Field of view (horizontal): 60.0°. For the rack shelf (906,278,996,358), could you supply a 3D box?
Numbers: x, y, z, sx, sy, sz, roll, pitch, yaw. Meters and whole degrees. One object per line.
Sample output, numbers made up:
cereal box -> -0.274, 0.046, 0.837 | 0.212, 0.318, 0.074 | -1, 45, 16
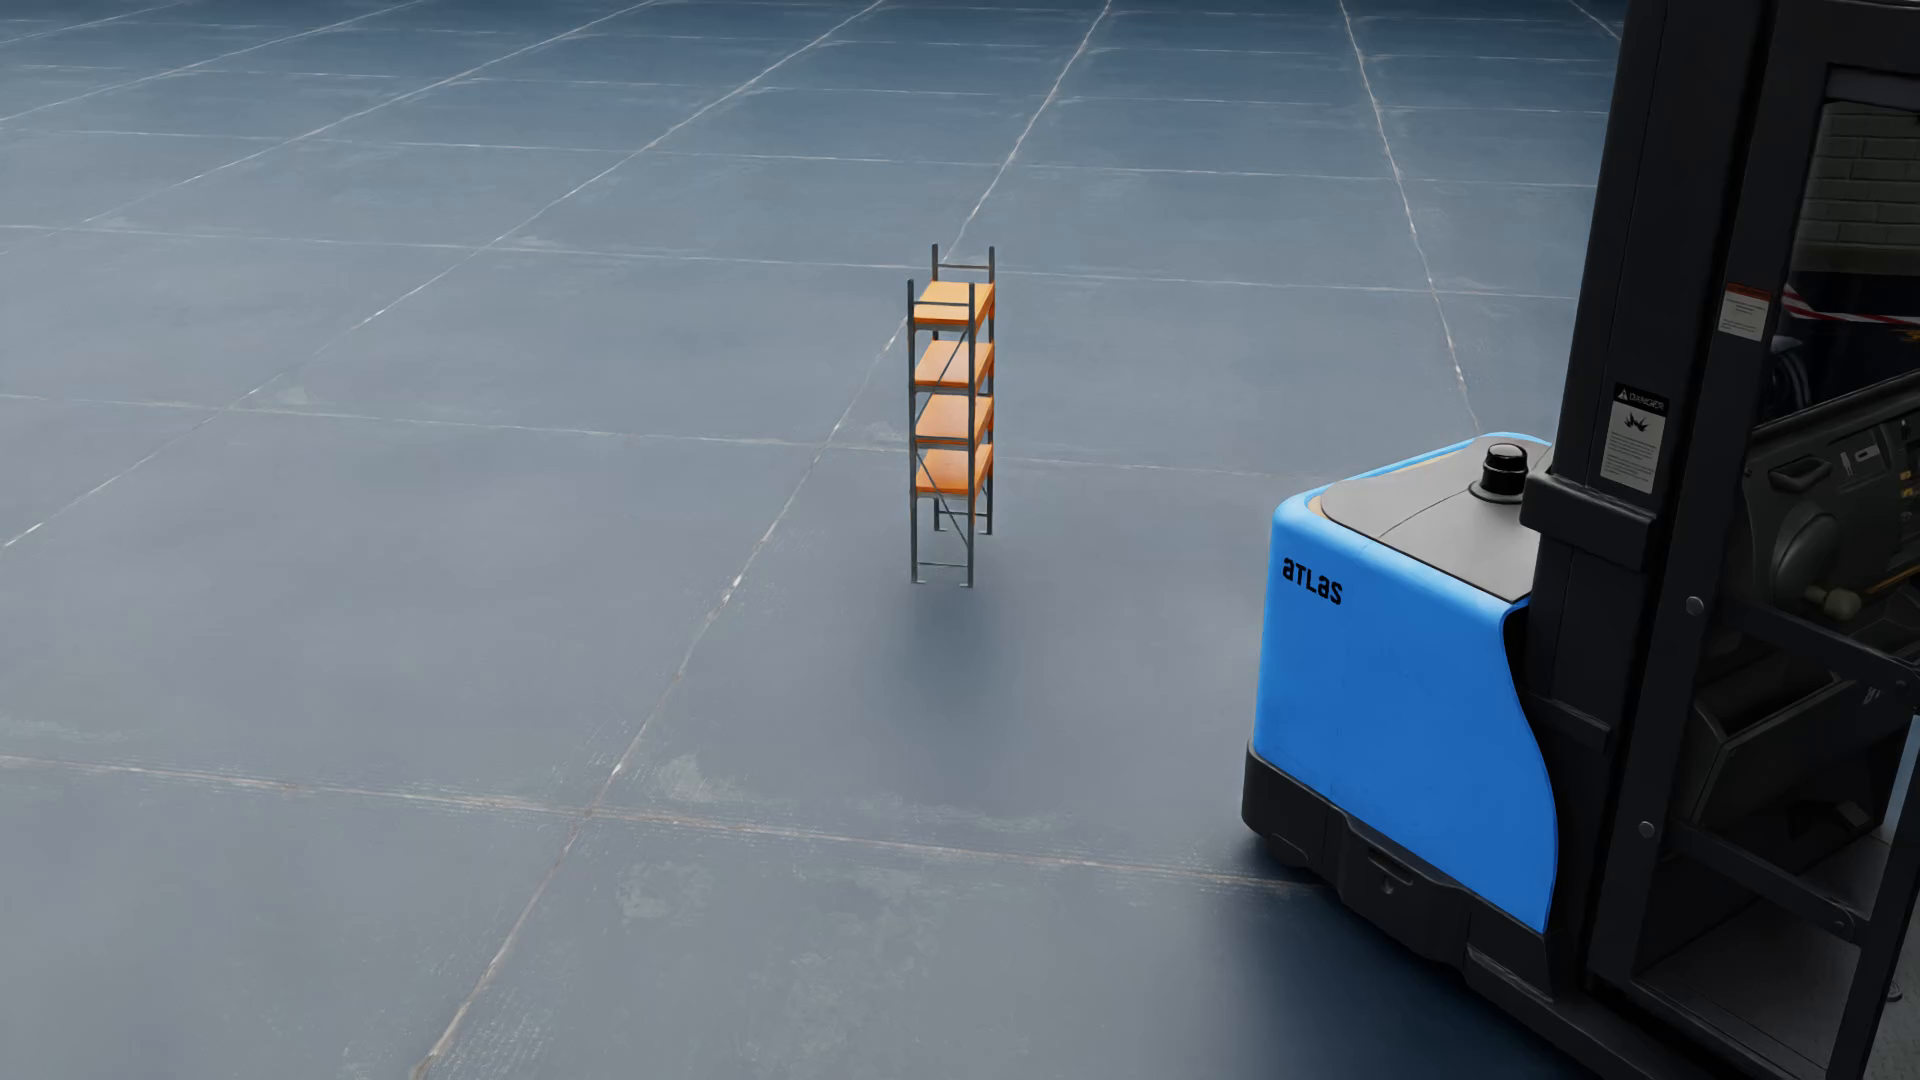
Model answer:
rack shelf -> -0.027, -0.830, 6.181 | 0.258, 0.148, 0.480 | 4, 25, 9

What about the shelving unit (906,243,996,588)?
shelving unit -> -0.027, -0.474, 6.348 | 0.258, 1.200, 0.503 | 4, 25, 9

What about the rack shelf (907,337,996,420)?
rack shelf -> -0.027, -0.616, 6.281 | 0.258, 0.148, 0.480 | 4, 25, 9

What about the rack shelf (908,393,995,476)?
rack shelf -> -0.027, -0.413, 6.376 | 0.258, 0.148, 0.480 | 4, 25, 9

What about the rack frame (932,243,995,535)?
rack frame -> 0.013, -0.576, 6.566 | 0.240, 1.200, 0.015 | 4, 25, 9

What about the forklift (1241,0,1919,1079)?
forklift -> 2.076, -0.065, 3.431 | 1.130, 2.935, 3.031 | -16, 30, -31

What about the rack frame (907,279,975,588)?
rack frame -> -0.067, -0.372, 6.130 | 0.240, 1.200, 0.015 | 4, 25, 9

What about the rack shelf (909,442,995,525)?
rack shelf -> -0.027, -0.233, 6.460 | 0.258, 0.148, 0.480 | 4, 25, 9
